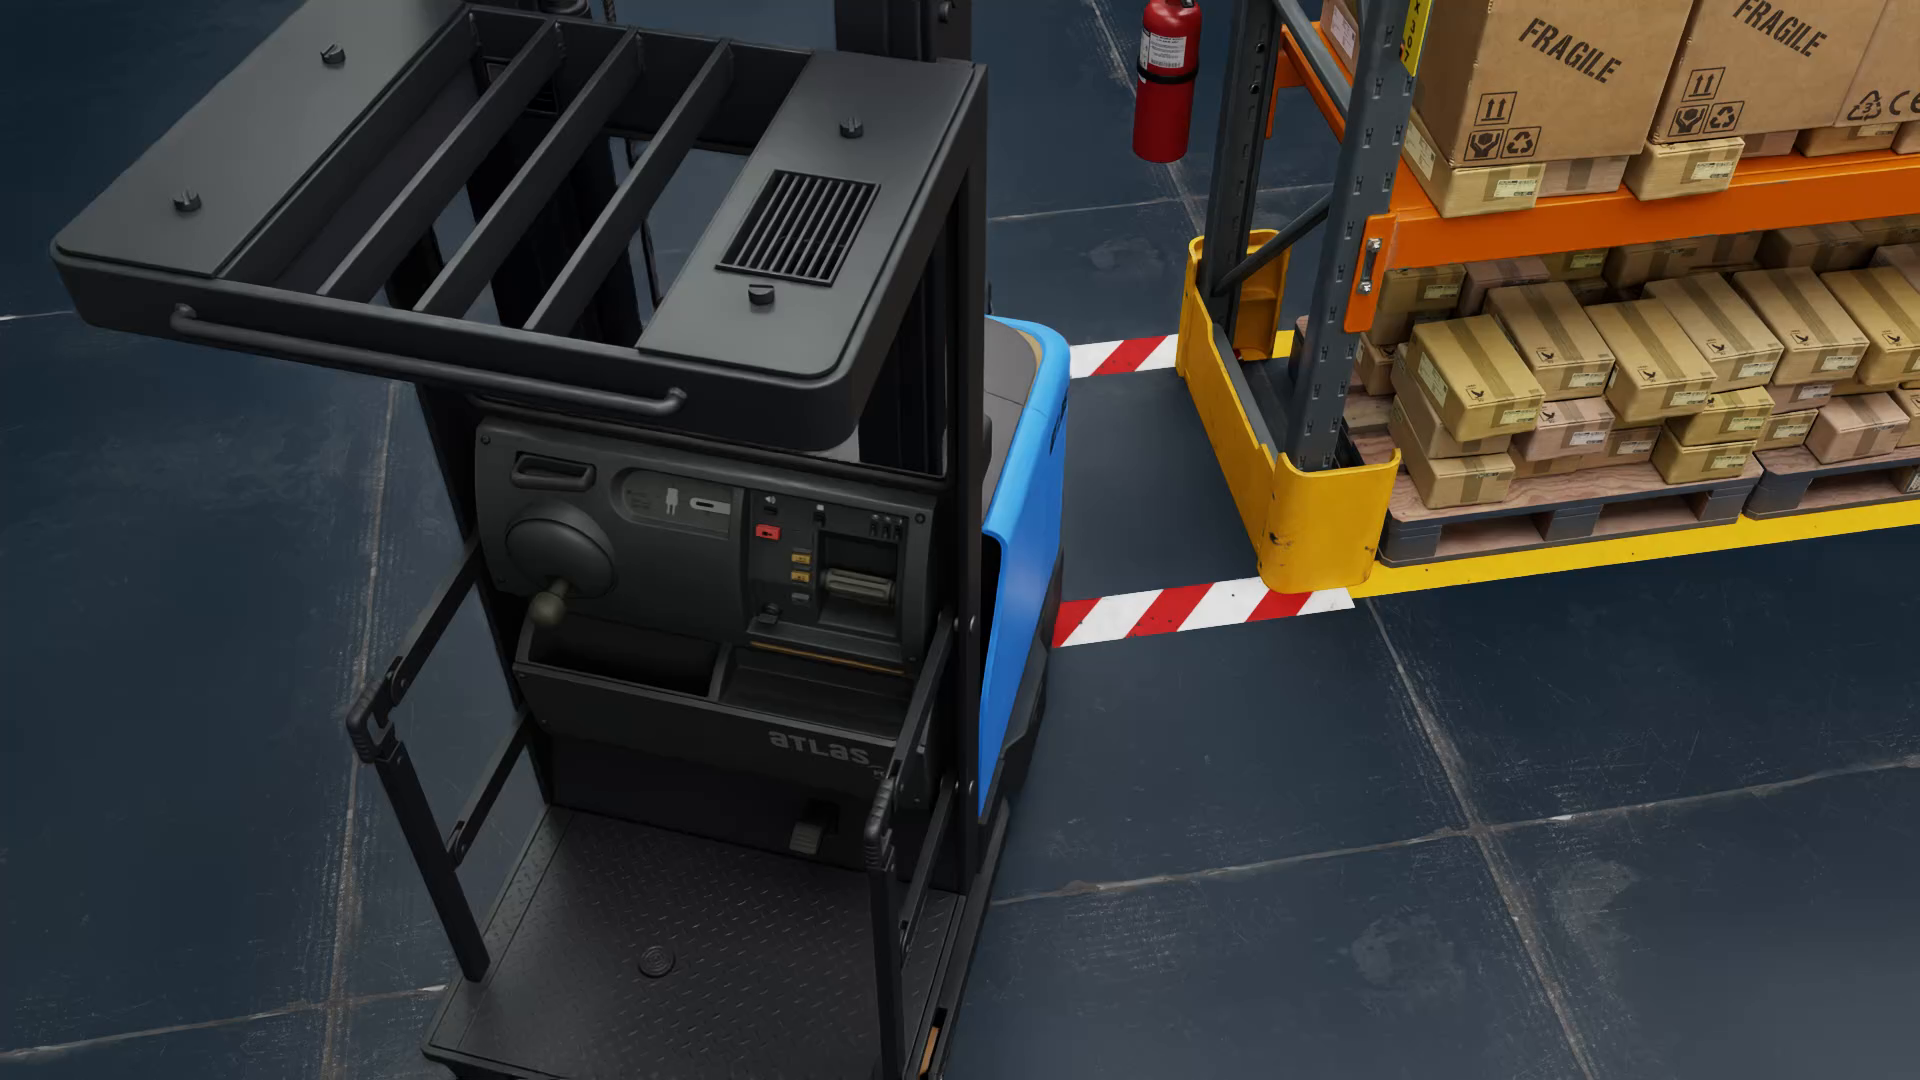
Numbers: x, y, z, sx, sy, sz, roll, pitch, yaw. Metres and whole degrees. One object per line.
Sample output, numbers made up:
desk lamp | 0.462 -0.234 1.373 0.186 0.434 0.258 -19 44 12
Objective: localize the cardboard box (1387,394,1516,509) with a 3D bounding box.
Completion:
cardboard box | 1.510 -0.288 5.132 0.250 0.149 0.380 -6 46 -6

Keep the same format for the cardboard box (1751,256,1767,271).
cardboard box | 2.686 -0.977 5.590 0.250 0.149 0.380 -5 46 -5

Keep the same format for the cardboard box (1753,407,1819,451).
cardboard box | 2.503 -0.466 5.304 0.250 0.149 0.380 -7 46 -7

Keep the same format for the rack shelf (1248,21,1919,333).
rack shelf | 2.910 -1.290 4.910 4.000 0.370 1.077 -7 46 -7

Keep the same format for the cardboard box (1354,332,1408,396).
cardboard box | 1.423 -0.663 5.494 0.250 0.149 0.380 -6 46 -6

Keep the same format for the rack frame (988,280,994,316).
rack frame | 0.100 -0.337 4.949 0.006 0.900 0.240 -6 46 -5

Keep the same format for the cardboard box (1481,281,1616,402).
cardboard box | 1.765 -0.600 5.020 0.250 0.149 0.380 -6 46 -6

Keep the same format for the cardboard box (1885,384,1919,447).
cardboard box | 3.032 -0.487 5.325 0.250 0.149 0.380 -7 46 -7

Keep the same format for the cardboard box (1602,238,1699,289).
cardboard box | 2.175 -1.001 5.406 0.250 0.149 0.380 -9 47 -8

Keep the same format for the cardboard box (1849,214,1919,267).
cardboard box | 2.962 -1.079 5.482 0.250 0.149 0.380 -7 46 -7

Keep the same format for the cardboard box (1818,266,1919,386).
cardboard box | 2.807 -0.656 5.074 0.250 0.149 0.380 -6 46 -6

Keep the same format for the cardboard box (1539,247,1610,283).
cardboard box | 1.909 -1.014 5.419 0.250 0.149 0.380 -8 47 -8

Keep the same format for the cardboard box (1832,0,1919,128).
cardboard box | 2.437 -1.426 4.265 0.500 0.500 0.500 -7 46 -6

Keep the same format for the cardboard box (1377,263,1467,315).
cardboard box | 1.418 -0.902 5.311 0.250 0.149 0.380 -7 46 -6

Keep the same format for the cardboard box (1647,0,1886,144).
cardboard box | 1.952 -1.375 4.216 0.500 0.500 0.500 -7 46 -7

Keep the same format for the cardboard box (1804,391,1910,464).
cardboard box | 2.764 -0.435 5.274 0.250 0.149 0.380 -9 47 -9

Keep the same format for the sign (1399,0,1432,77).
sign | 1.032 -1.209 3.731 0.005 0.325 0.100 -7 46 -7

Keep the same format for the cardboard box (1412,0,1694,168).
cardboard box | 1.429 -1.291 4.135 0.500 0.500 0.500 -5 46 -5

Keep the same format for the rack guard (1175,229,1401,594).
rack guard | 1.014 -0.436 5.323 0.348 0.500 1.175 -7 46 -7

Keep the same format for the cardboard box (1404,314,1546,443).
cardboard box | 1.514 -0.480 4.905 0.250 0.149 0.380 -9 47 -9

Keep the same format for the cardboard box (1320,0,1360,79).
cardboard box | 1.213 -1.448 4.736 0.250 0.149 0.380 -7 46 -7

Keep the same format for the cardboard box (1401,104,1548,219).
cardboard box | 1.315 -1.014 4.319 0.250 0.149 0.380 -7 47 -7

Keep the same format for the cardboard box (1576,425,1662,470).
cardboard box | 1.998 -0.413 5.254 0.250 0.149 0.380 -7 46 -6

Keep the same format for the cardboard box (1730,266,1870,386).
cardboard box | 2.540 -0.656 5.074 0.250 0.149 0.380 -5 46 -5

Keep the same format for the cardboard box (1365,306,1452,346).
cardboard box | 1.411 -0.821 5.440 0.250 0.149 0.380 -8 47 -8

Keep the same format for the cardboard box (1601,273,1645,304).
cardboard box | 2.205 -0.846 5.464 0.250 0.149 0.380 -8 47 -7

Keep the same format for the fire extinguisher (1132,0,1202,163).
fire extinguisher | 0.613 -1.434 4.862 0.183 0.674 0.296 -7 46 -7

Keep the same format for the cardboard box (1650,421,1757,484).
cardboard box | 2.268 -0.367 5.209 0.250 0.149 0.380 -7 46 -6

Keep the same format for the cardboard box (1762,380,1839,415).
cardboard box | 2.522 -0.577 5.204 0.250 0.149 0.380 -9 47 -9

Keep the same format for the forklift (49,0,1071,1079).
forklift | -0.558 0.120 3.099 1.130 2.935 3.031 10 47 10

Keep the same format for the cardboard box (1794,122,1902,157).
cardboard box | 2.336 -1.215 4.512 0.250 0.149 0.380 -8 47 -7

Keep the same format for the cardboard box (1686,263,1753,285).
cardboard box | 2.431 -0.959 5.573 0.250 0.149 0.380 -6 46 -6

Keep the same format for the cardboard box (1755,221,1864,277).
cardboard box | 2.709 -1.027 5.431 0.250 0.149 0.380 -9 47 -8

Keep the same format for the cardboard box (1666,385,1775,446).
cardboard box | 2.276 -0.477 5.108 0.250 0.149 0.380 -6 46 -6

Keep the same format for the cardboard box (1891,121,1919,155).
cardboard box | 2.584 -1.225 4.522 0.250 0.149 0.380 -8 47 -8

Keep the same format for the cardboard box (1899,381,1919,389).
cardboard box | 3.050 -0.666 5.290 0.250 0.149 0.380 -5 46 -5

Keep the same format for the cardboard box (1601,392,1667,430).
cardboard box | 2.005 -0.523 5.152 0.250 0.149 0.380 -7 46 -6

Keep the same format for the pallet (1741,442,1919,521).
pallet | 3.020 -0.558 5.641 1.213 0.211 1.003 -7 46 -7

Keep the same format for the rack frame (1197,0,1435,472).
rack frame | 0.939 -1.294 4.414 0.127 3.000 1.000 -7 46 -7

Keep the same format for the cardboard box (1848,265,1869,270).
cardboard box | 2.953 -1.031 5.642 0.250 0.149 0.380 -7 46 -6

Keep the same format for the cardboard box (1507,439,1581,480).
cardboard box | 1.754 -0.378 5.219 0.250 0.149 0.380 -7 47 -7

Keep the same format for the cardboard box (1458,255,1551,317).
cardboard box | 1.675 -0.892 5.301 0.250 0.149 0.380 -6 46 -6

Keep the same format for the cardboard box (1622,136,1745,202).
cardboard box | 1.832 -1.070 4.372 0.250 0.149 0.380 -8 47 -8

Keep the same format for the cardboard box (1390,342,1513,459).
cardboard box | 1.499 -0.436 5.069 0.250 0.149 0.380 -5 46 -5

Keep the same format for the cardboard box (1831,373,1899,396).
cardboard box | 2.782 -0.640 5.265 0.250 0.149 0.380 -5 46 -5

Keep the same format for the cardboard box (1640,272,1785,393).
cardboard box | 2.265 -0.629 5.048 0.250 0.149 0.380 -9 47 -9

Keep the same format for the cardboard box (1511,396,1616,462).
cardboard box | 1.779 -0.430 5.063 0.250 0.149 0.380 -7 47 -7

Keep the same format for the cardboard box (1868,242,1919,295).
cardboard box | 3.038 -0.755 5.169 0.250 0.149 0.380 -7 46 -7

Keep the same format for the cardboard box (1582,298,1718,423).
cardboard box | 2.035 -0.540 4.962 0.250 0.149 0.380 -7 47 -7

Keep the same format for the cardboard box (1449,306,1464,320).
cardboard box | 1.678 -0.815 5.434 0.250 0.149 0.380 -8 47 -8

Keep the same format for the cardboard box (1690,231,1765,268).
cardboard box | 2.430 -1.073 5.476 0.250 0.149 0.380 -6 46 -5

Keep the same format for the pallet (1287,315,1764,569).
pallet | 1.821 -0.411 5.499 1.213 0.211 1.003 -7 46 -7

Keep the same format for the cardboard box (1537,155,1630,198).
cardboard box | 1.558 -1.075 4.377 0.250 0.149 0.380 -6 46 -5

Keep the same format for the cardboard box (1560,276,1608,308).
cardboard box | 1.923 -0.886 5.502 0.250 0.149 0.380 -9 47 -8

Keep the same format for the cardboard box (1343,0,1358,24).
cardboard box | 1.338 -1.670 4.500 0.500 0.500 0.500 -6 46 -6

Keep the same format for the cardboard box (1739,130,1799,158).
cardboard box | 2.065 -1.199 4.497 0.250 0.149 0.380 -5 46 -5

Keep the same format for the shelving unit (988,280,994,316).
shelving unit | 0.000 -0.327 4.940 0.210 0.900 0.258 -6 46 -5
